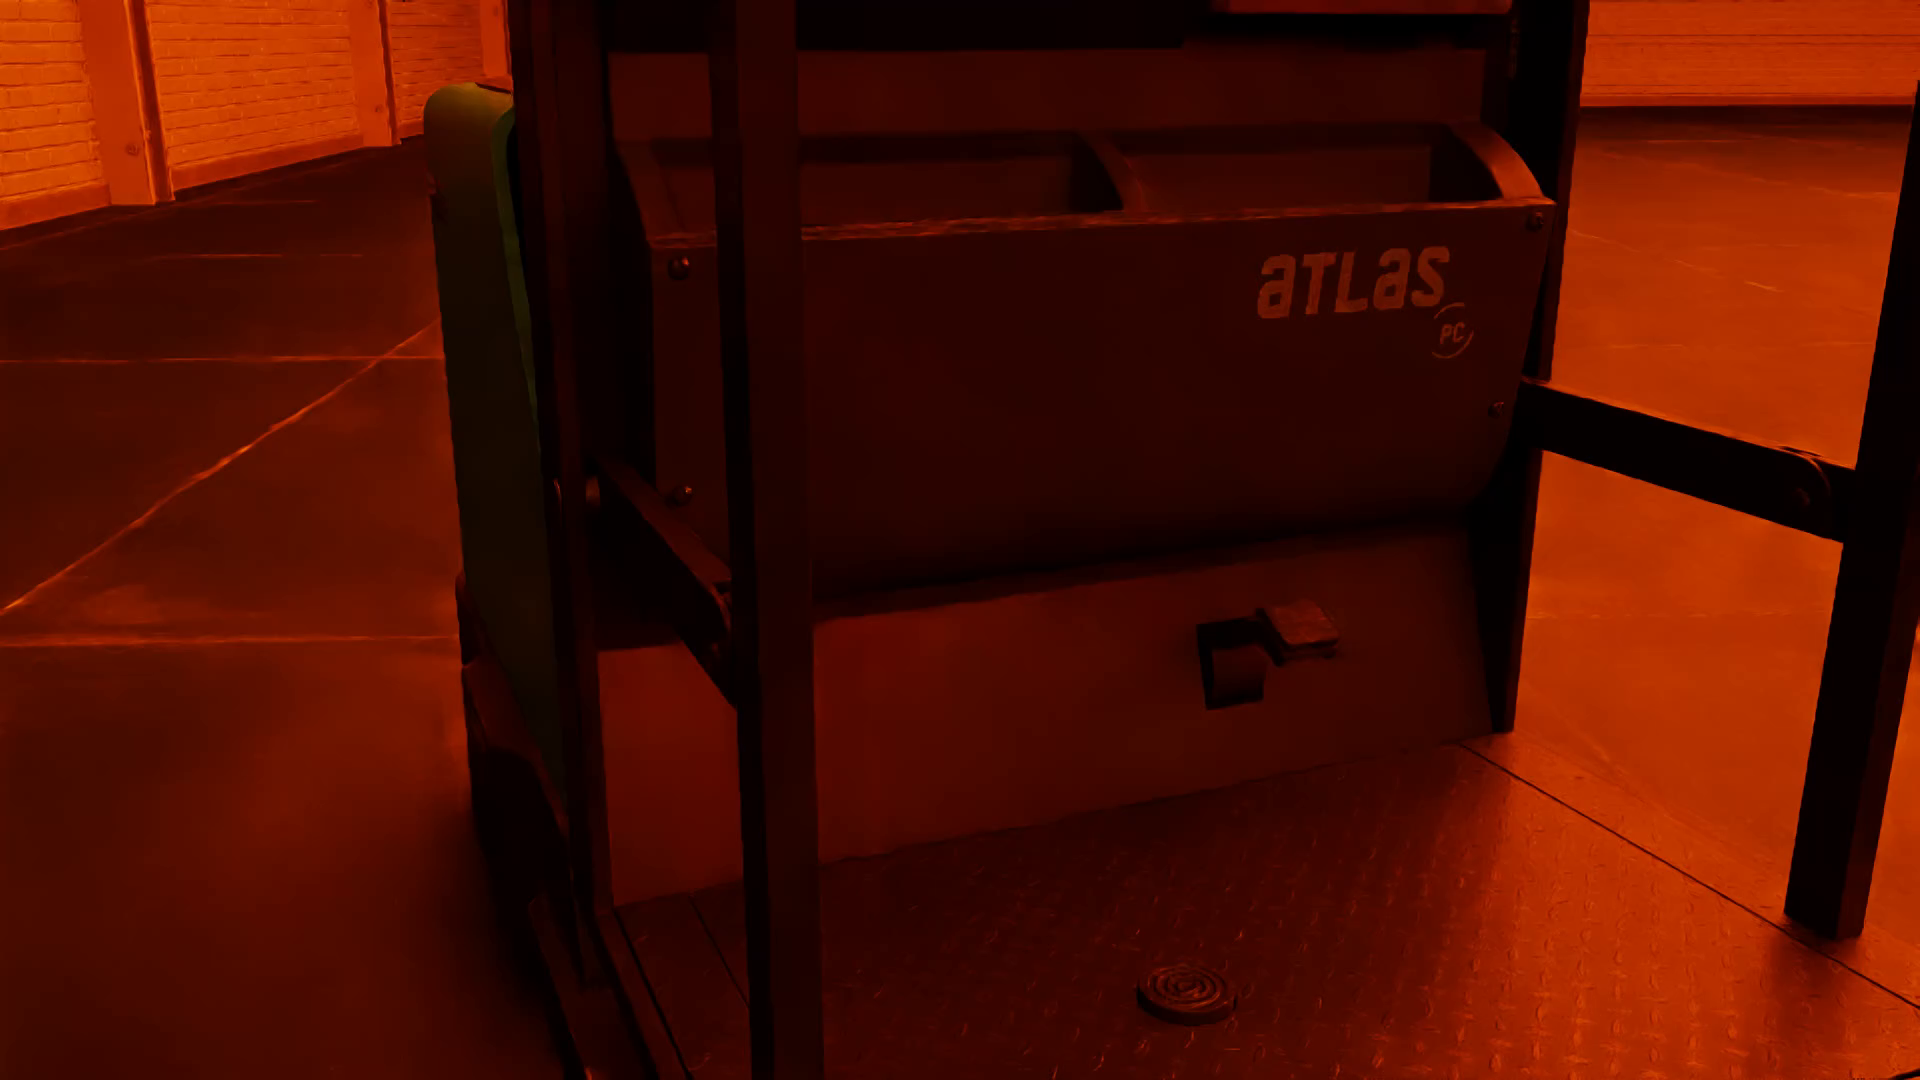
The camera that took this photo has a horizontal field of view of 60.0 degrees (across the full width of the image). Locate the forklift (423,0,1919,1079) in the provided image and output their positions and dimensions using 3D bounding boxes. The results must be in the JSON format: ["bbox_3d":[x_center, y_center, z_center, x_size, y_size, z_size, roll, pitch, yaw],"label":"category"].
[{"bbox_3d":[0.234,-0.718,1.254,1.130,2.935,3.031,-7,18,-22],"label":"forklift"}]
